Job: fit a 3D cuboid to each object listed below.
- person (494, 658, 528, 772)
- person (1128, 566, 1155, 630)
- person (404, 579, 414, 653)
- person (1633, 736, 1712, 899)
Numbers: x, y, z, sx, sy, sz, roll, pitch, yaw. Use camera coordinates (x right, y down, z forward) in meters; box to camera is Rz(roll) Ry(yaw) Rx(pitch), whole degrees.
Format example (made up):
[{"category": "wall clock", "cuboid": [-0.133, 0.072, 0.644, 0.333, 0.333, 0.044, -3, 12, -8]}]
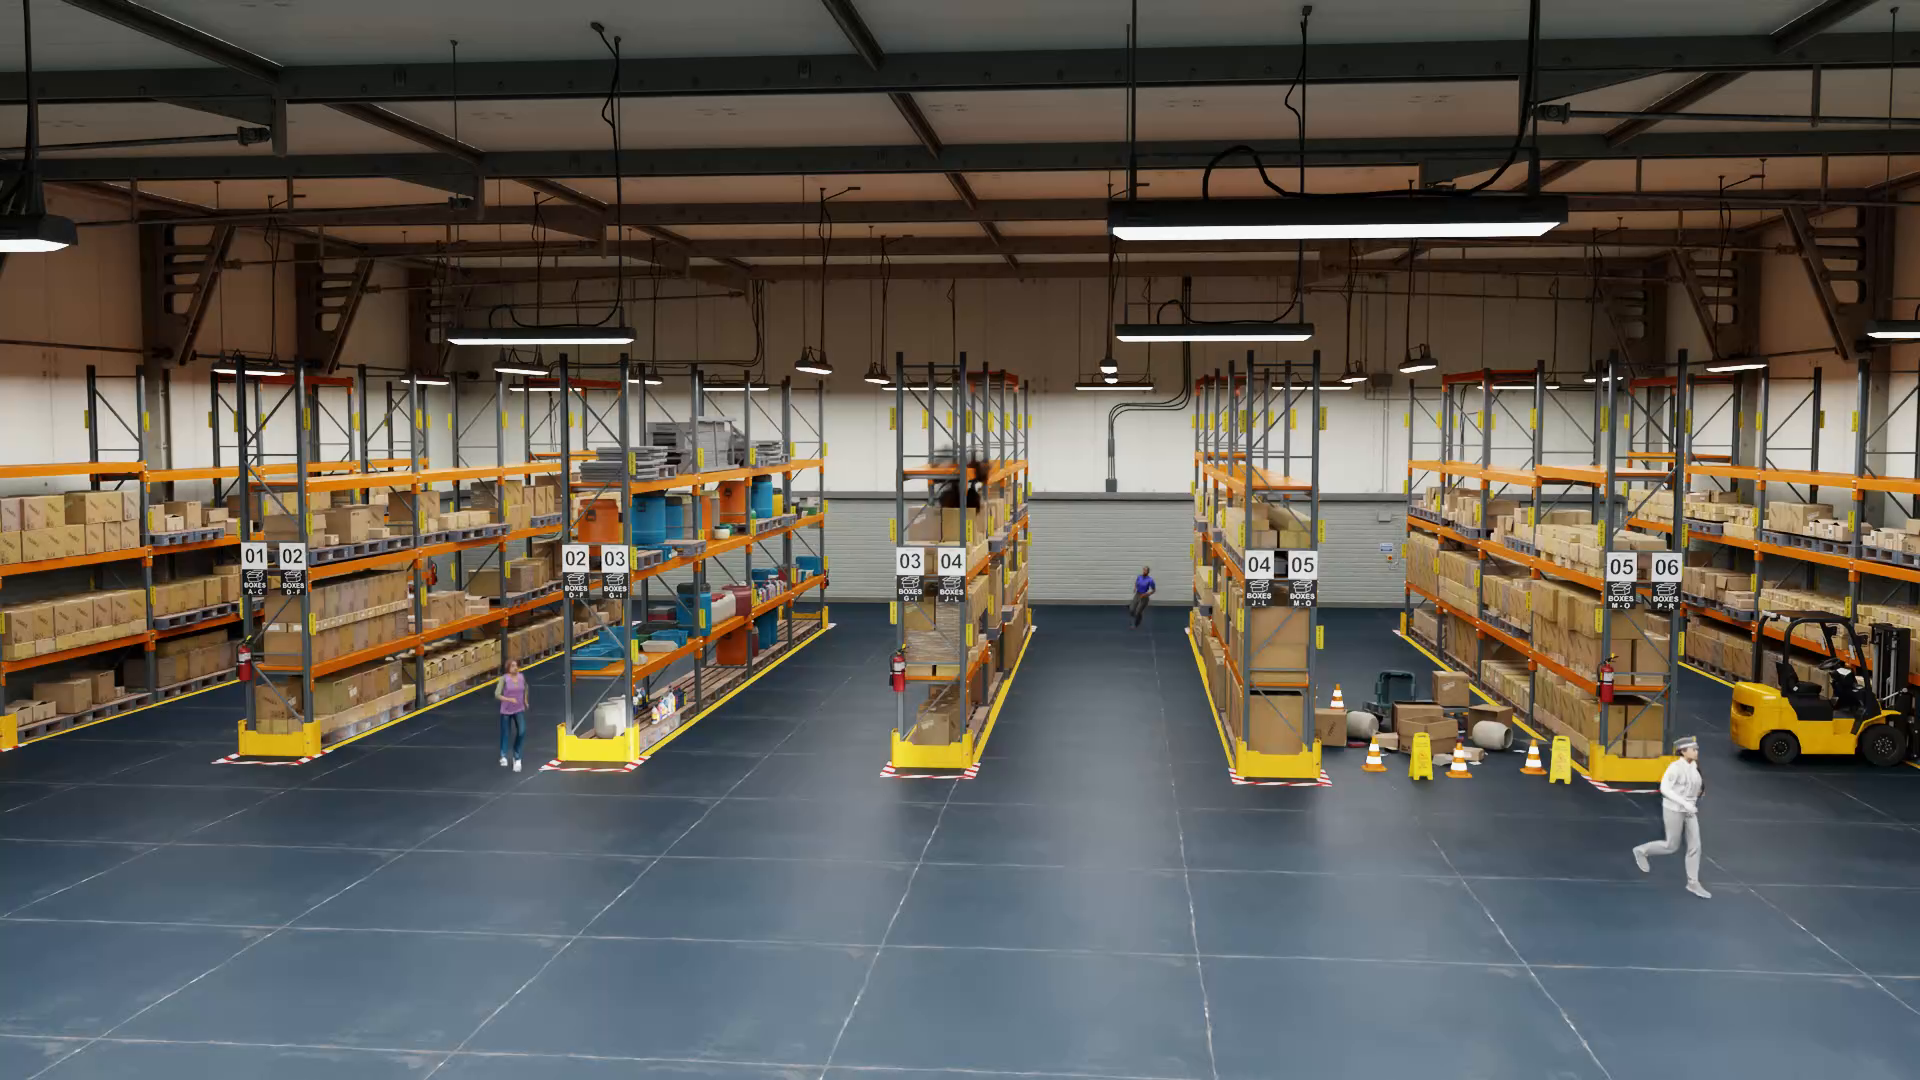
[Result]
[{"category": "person", "cuboid": [-6.425, 2.509, 23.913, 0.550, 1.634, 0.659, -2, 5, -31]}, {"category": "person", "cuboid": [4.364, 1.400, 39.848, 0.670, 1.546, 0.501, 4, 5, 41]}, {"category": "person", "cuboid": [-11.490, 1.681, 34.910, 0.563, 1.756, 0.776, 0, 4, -5]}, {"category": "person", "cuboid": [7.675, 2.911, 17.816, 0.640, 1.682, 0.904, -3, 5, -38]}]
